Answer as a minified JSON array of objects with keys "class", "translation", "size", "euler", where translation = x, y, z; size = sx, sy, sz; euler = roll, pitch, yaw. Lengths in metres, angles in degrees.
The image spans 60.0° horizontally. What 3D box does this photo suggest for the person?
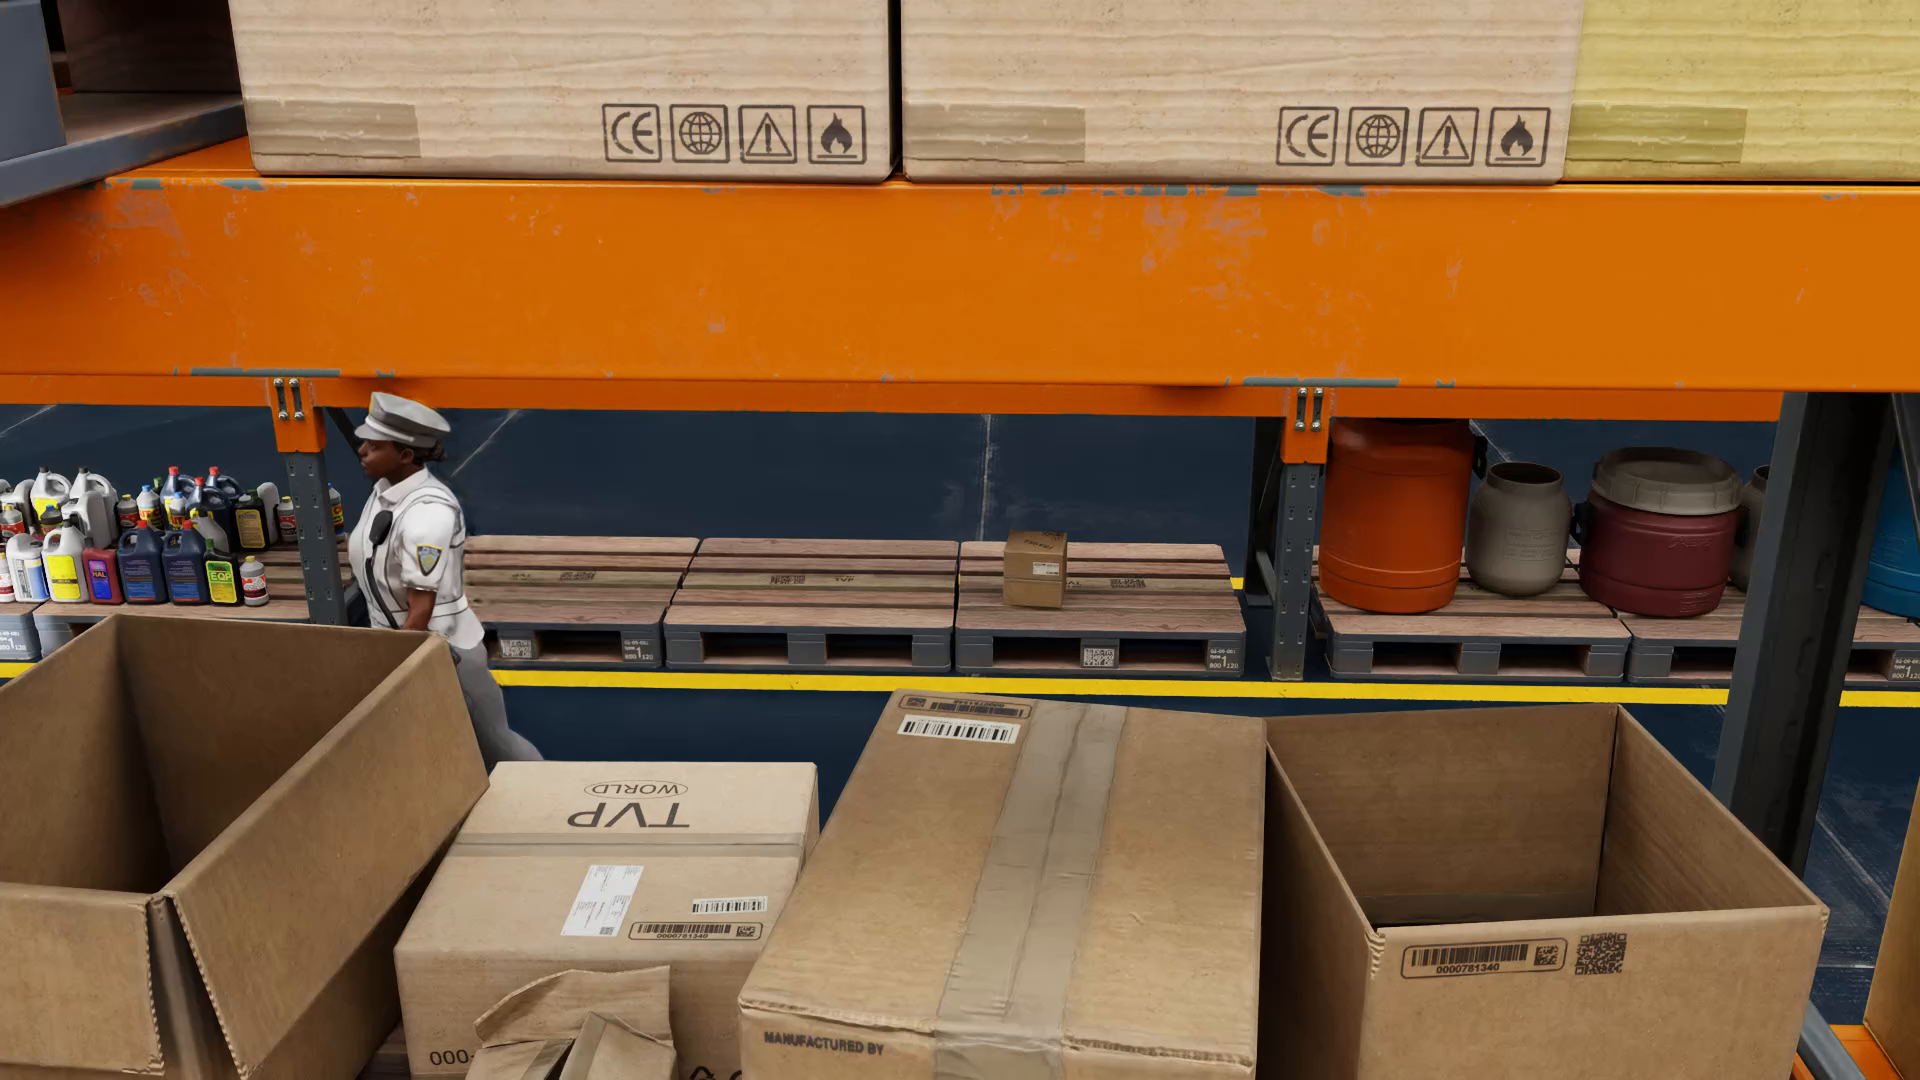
[{"class":"person","translation":[-1.706,0.341,5.111],"size":[0.989,1.634,0.442],"euler":[-16,26,-36]}]
